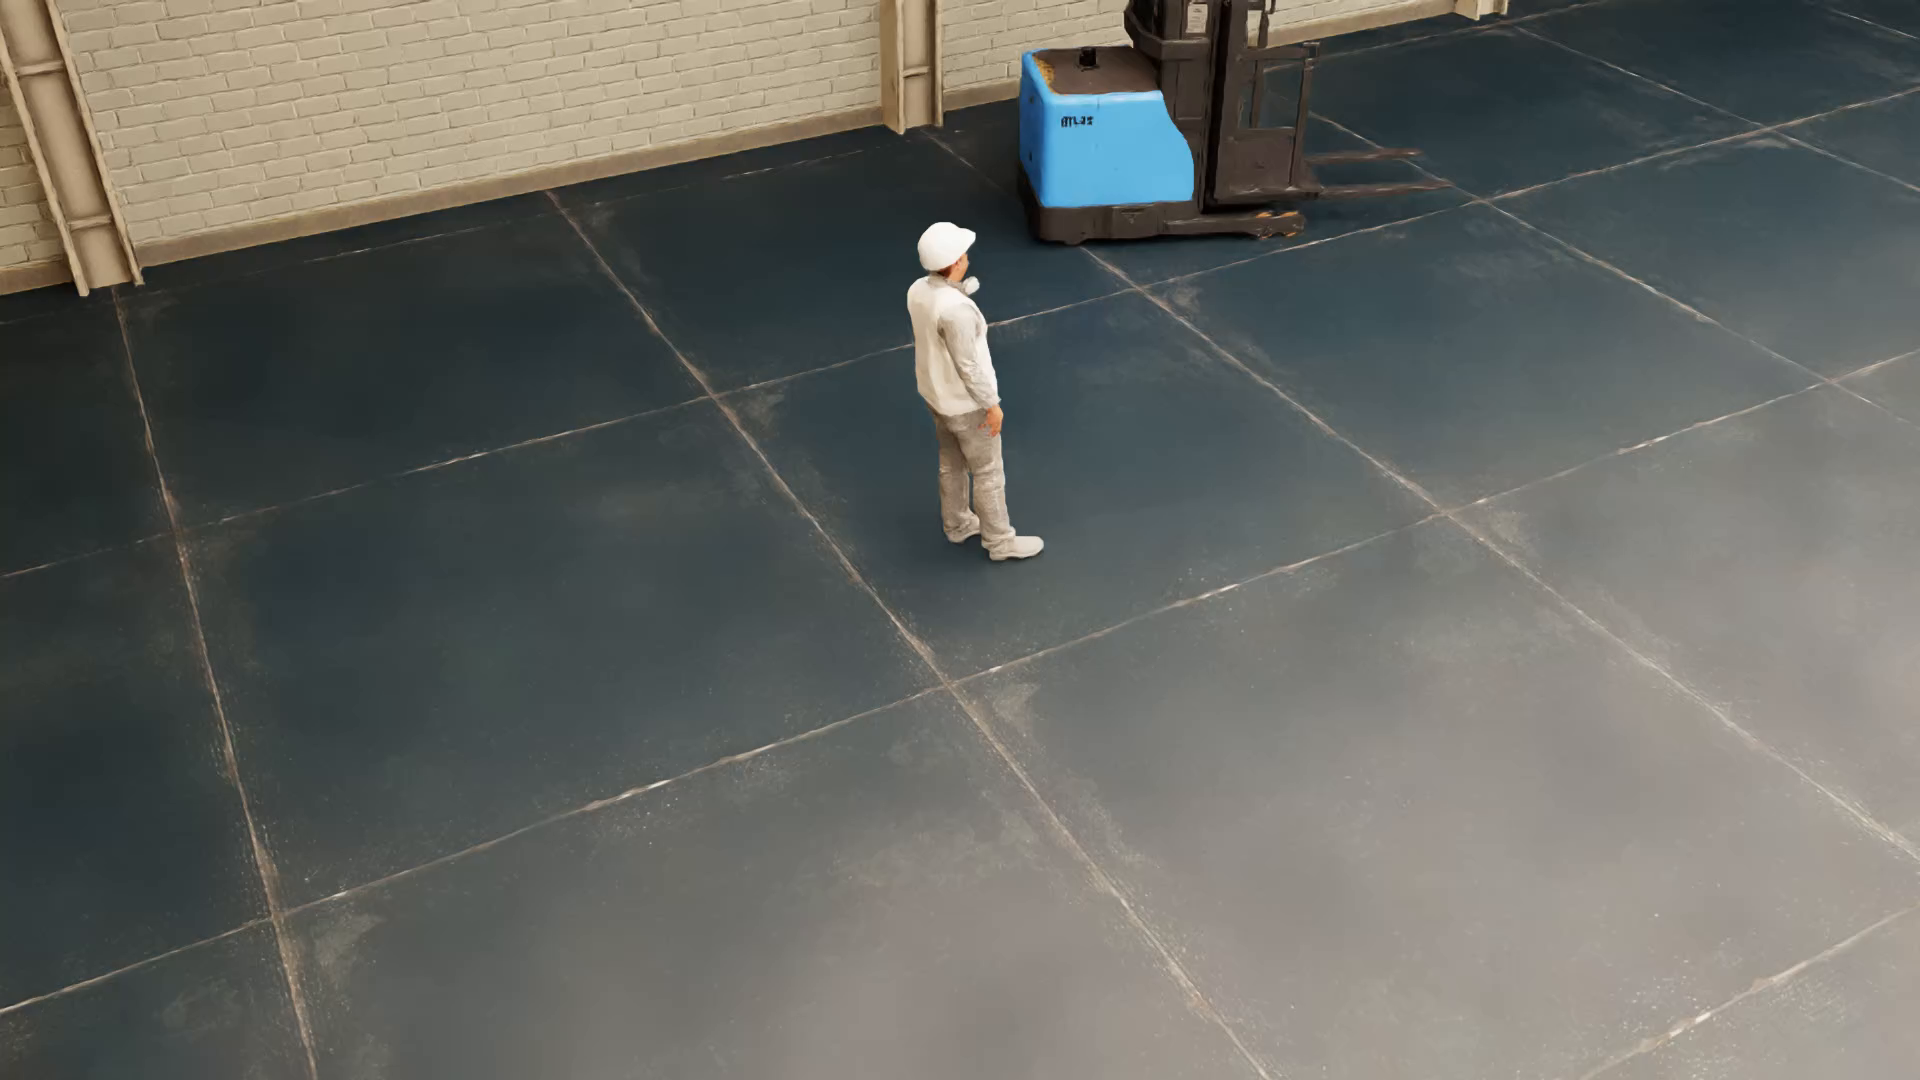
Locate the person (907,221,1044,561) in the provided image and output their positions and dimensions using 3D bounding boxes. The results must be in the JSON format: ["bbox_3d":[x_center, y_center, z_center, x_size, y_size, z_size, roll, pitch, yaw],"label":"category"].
[{"bbox_3d":[0.059,-0.743,8.164,0.567,1.773,0.632,-17,39,-23],"label":"person"}]

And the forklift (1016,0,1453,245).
[{"bbox_3d":[1.974,-3.615,11.237,3.031,2.935,1.130,-5,36,-7],"label":"forklift"}]
